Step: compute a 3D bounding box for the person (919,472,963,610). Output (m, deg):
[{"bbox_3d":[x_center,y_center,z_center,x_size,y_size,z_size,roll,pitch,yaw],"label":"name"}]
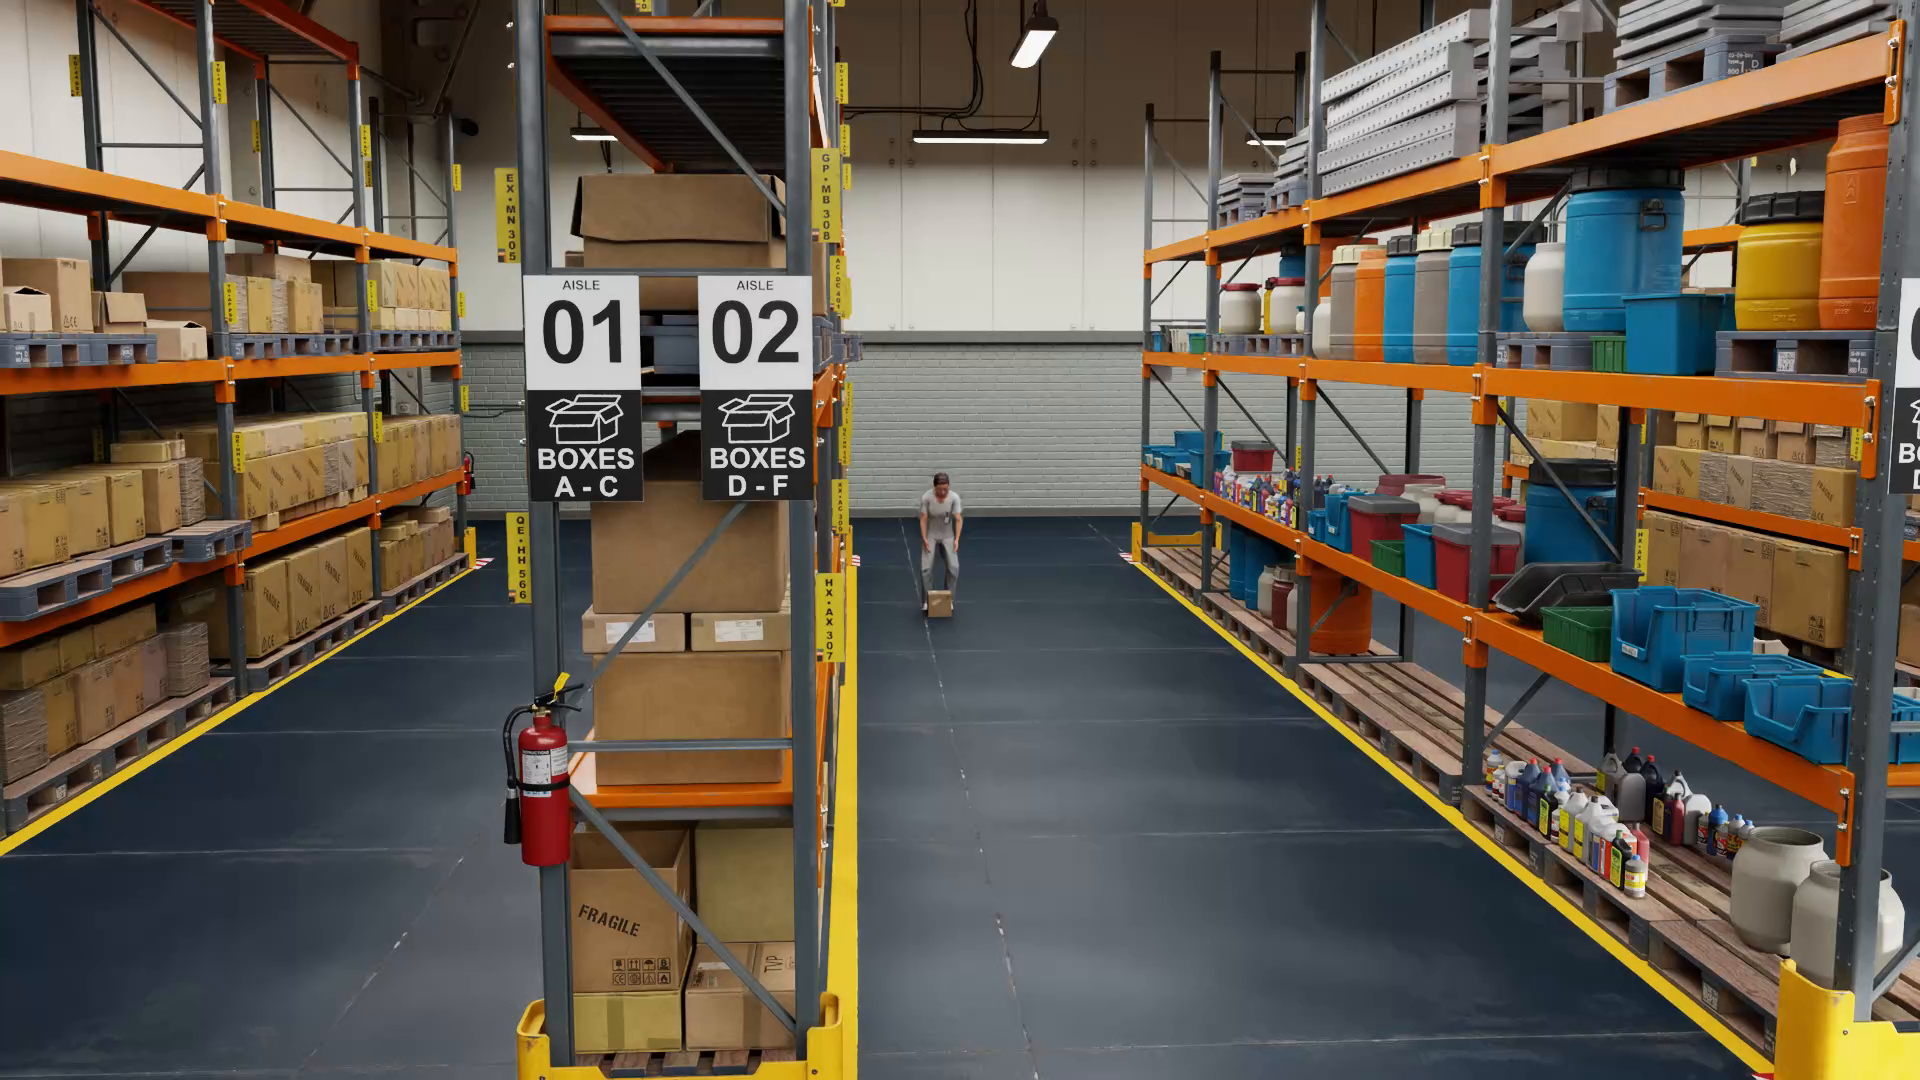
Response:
[{"bbox_3d":[-0.210,0.005,18.328,0.480,1.537,0.510,0,7,-3],"label":"person"}]
